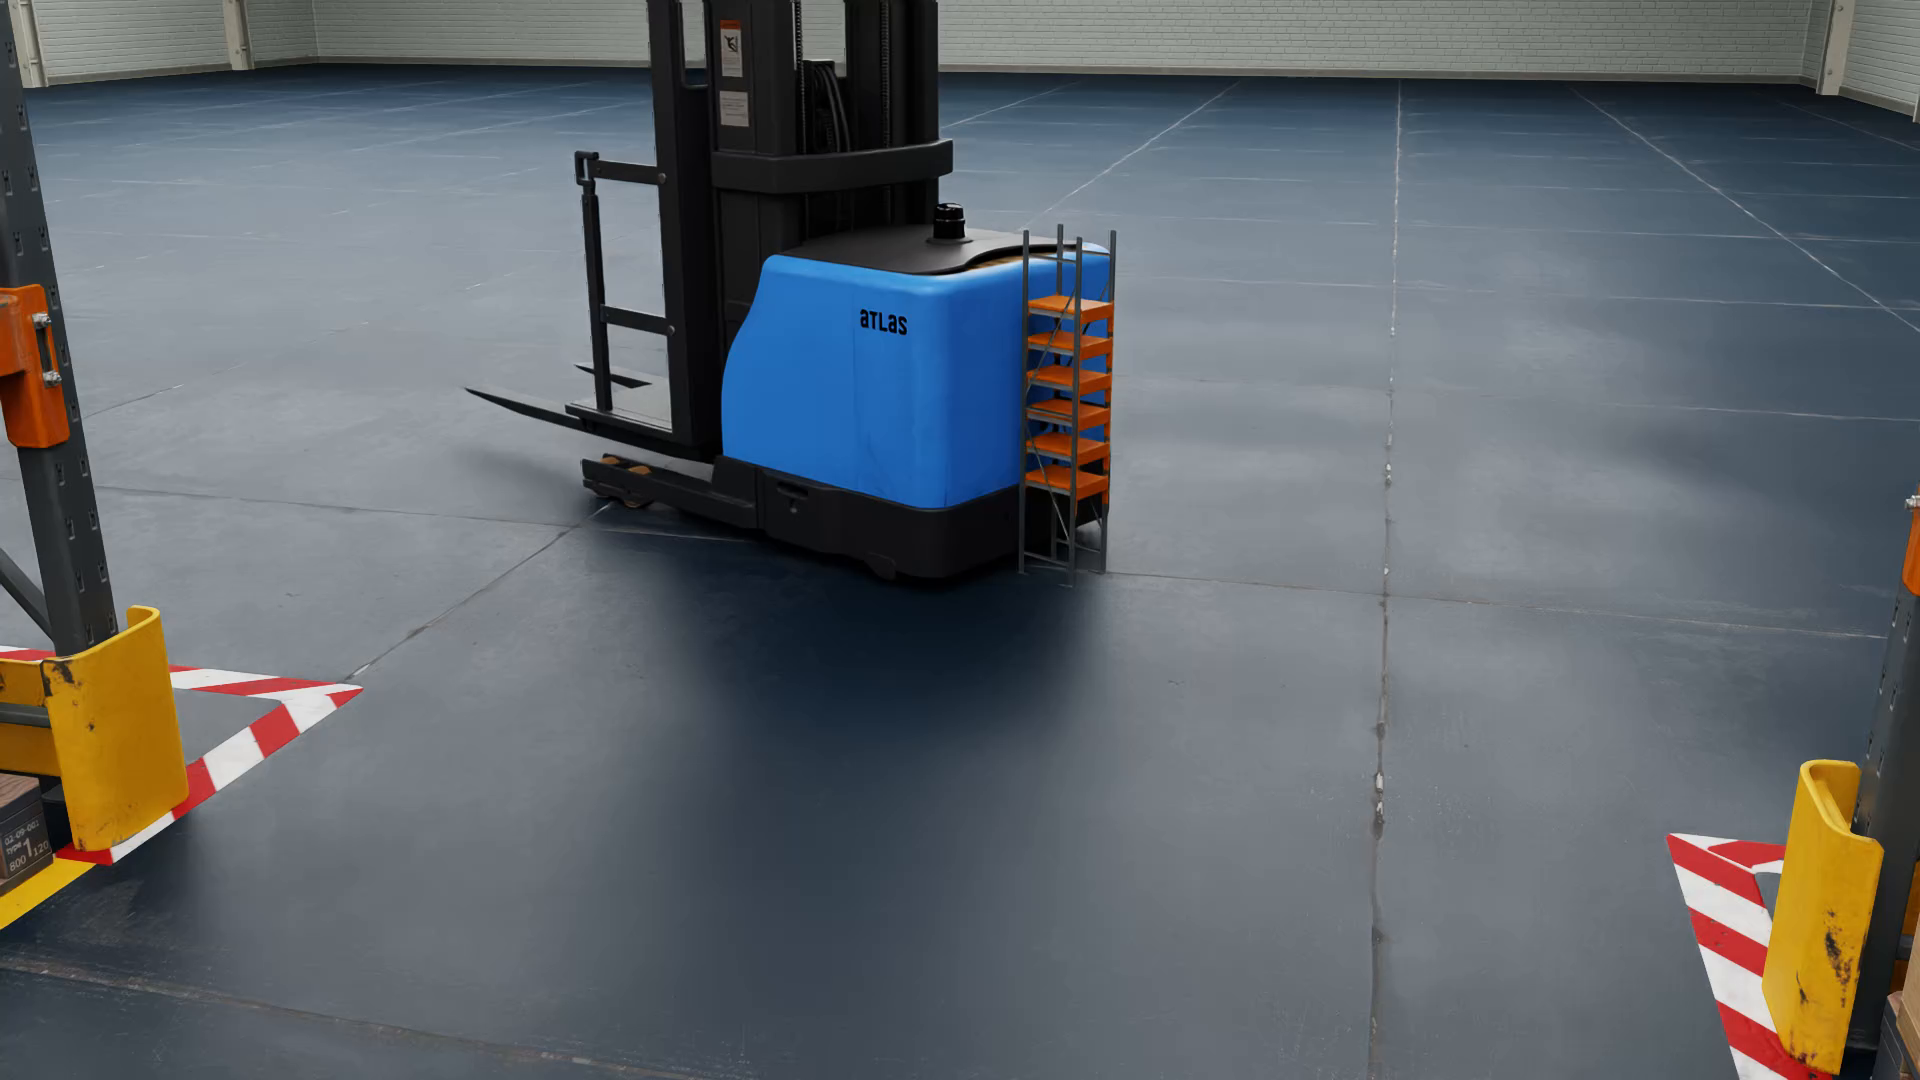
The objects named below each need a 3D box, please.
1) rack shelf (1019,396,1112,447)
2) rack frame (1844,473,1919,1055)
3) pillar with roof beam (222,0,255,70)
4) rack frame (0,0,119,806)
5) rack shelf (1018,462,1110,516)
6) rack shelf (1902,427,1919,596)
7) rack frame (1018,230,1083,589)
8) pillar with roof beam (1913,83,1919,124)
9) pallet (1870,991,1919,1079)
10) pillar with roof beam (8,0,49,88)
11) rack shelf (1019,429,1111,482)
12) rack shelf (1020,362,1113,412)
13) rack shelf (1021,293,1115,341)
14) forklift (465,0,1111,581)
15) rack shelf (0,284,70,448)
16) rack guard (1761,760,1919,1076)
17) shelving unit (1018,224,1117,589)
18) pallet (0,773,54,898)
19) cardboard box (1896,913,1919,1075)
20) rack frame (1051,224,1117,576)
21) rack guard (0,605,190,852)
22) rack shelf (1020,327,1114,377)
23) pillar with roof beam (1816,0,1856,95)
[{"bbox_3d":[0.359,-0.405,5.654,0.258,0.103,0.180,16,24,38],"label":"rack shelf"},{"bbox_3d":[2.205,-0.401,2.722,1.000,3.000,0.127,5,19,13],"label":"rack frame"},{"bbox_3d":[-11.364,-14.113,33.585,9.100,9.000,0.400,5,19,13],"label":"pillar with roof beam"},{"bbox_3d":[-2.597,-0.794,3.870,1.000,3.000,0.127,5,19,13],"label":"rack frame"},{"bbox_3d":[0.358,-0.178,5.731,0.258,0.103,0.180,16,24,38],"label":"rack shelf"},{"bbox_3d":[1.716,0.566,1.003,1.077,0.370,4.000,5,19,13],"label":"rack shelf"},{"bbox_3d":[0.298,-0.425,5.574,0.240,1.200,0.006,16,24,38],"label":"rack frame"},{"bbox_3d":[9.366,-10.425,22.787,9.100,9.000,0.400,5,19,13],"label":"pillar with roof beam"},{"bbox_3d":[2.059,1.161,2.461,1.003,0.211,1.213,5,19,13],"label":"pallet"},{"bbox_3d":[-12.830,-12.233,28.079,9.100,9.000,0.400,5,19,13],"label":"pillar with roof beam"},{"bbox_3d":[0.358,-0.292,5.693,0.258,0.103,0.180,16,24,38],"label":"rack shelf"},{"bbox_3d":[0.359,-0.519,5.615,0.258,0.103,0.180,16,24,38],"label":"rack shelf"},{"bbox_3d":[0.359,-0.746,5.537,0.258,0.103,0.180,16,24,38],"label":"rack shelf"},{"bbox_3d":[-0.880,-1.625,6.410,3.031,2.935,1.130,16,24,38],"label":"forklift"},{"bbox_3d":[-3.086,0.174,2.151,1.077,0.370,4.000,5,19,13],"label":"rack shelf"},{"bbox_3d":[2.211,0.774,3.148,1.175,0.500,0.348,5,19,13],"label":"rack guard"},{"bbox_3d":[0.359,-0.447,5.639,0.258,1.200,0.189,16,24,38],"label":"shelving unit"},{"bbox_3d":[-2.774,0.808,3.496,1.003,0.211,1.213,5,19,13],"label":"pallet"},{"bbox_3d":[1.858,0.852,2.658,0.500,0.250,0.500,5,19,13],"label":"cardboard box"},{"bbox_3d":[0.419,-0.469,5.704,0.240,1.200,0.006,16,24,38],"label":"rack frame"},{"bbox_3d":[-2.570,0.417,4.194,1.175,0.500,0.348,5,19,13],"label":"rack guard"},{"bbox_3d":[0.359,-0.632,5.576,0.258,0.103,0.180,16,24,38],"label":"rack shelf"},{"bbox_3d":[10.832,-12.305,28.292,9.100,9.000,0.400,5,19,13],"label":"pillar with roof beam"}]
